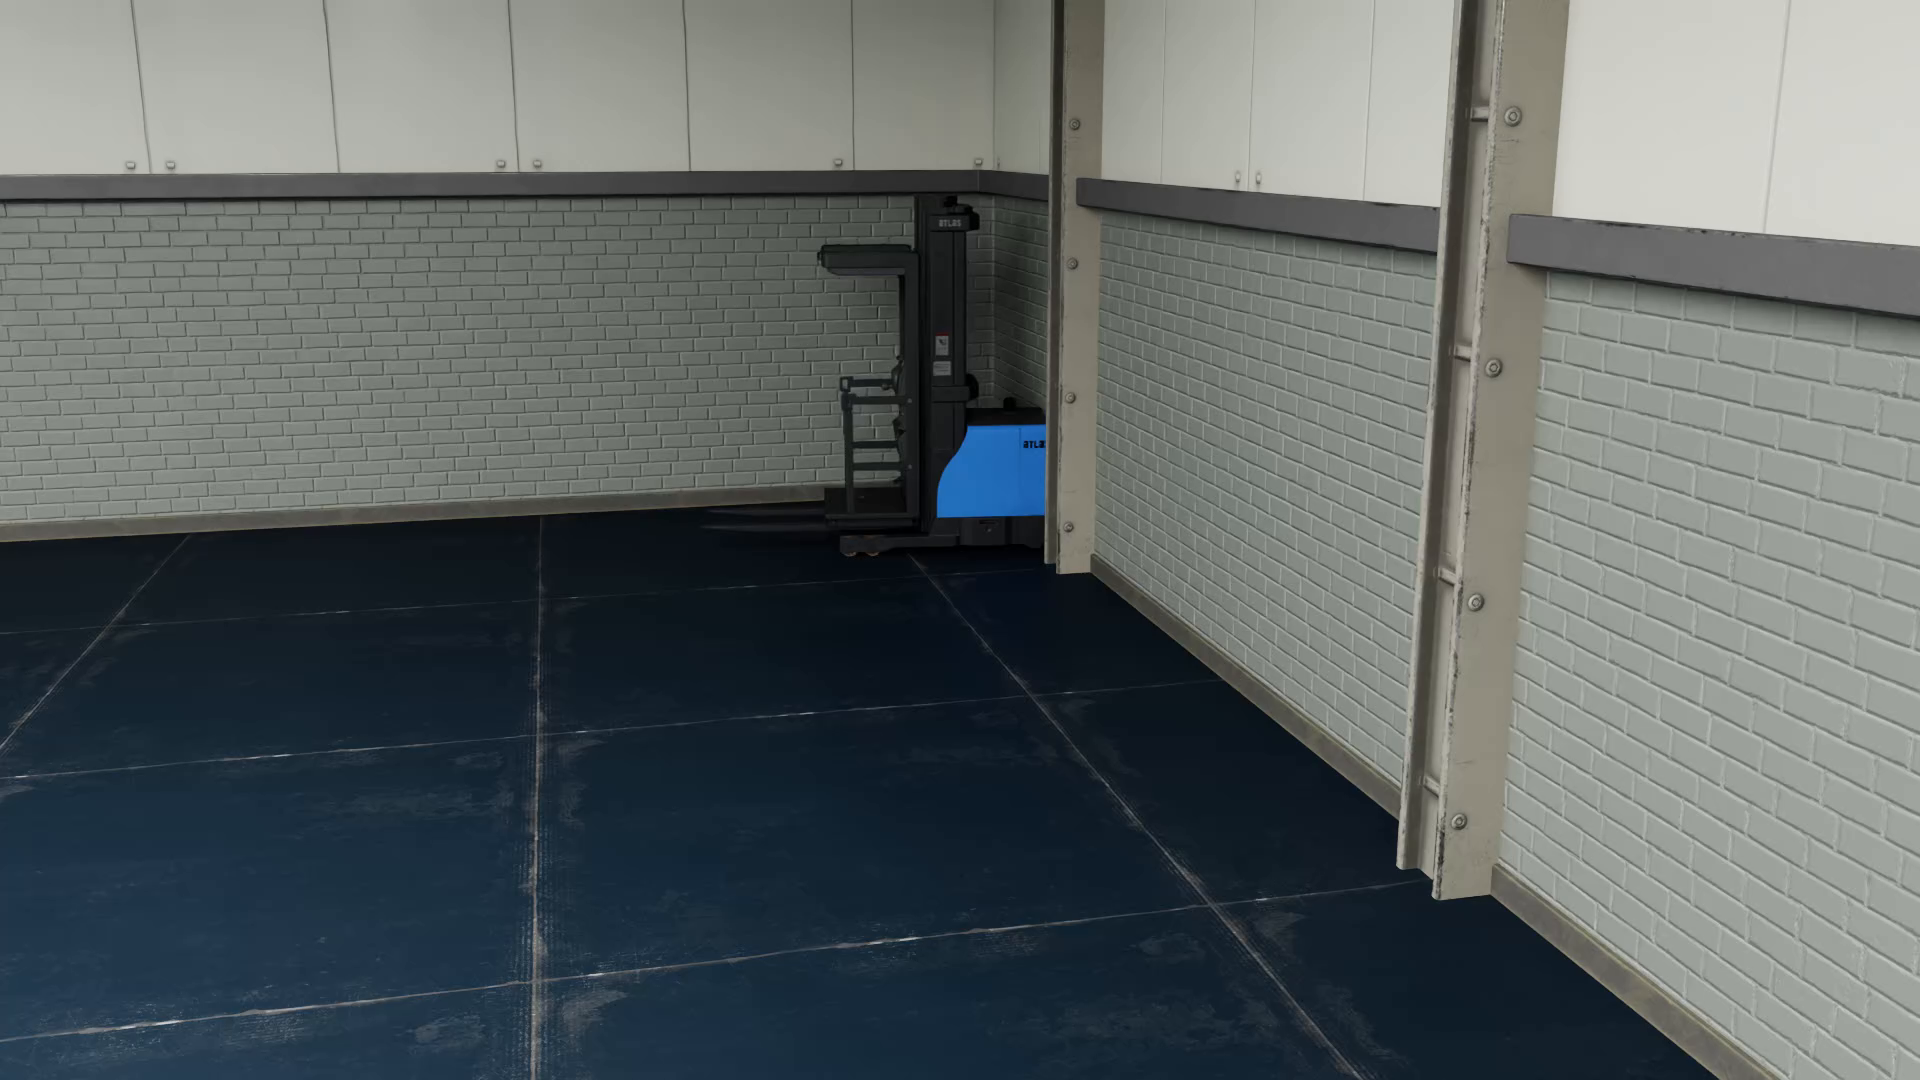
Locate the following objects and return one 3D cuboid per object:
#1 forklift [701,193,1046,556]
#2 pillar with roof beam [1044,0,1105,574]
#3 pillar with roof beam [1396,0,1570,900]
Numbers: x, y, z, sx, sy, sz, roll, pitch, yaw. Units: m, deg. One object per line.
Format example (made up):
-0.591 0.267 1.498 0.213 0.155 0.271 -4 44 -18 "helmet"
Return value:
-0.686 -1.421 14.067 3.031 2.935 1.130 -1 14 -5 "forklift"
-3.297 -3.913 11.482 9.100 9.000 0.400 -3 14 -13 "pillar with roof beam"
-1.888 -2.529 5.816 9.100 9.000 0.400 -3 14 -13 "pillar with roof beam"
